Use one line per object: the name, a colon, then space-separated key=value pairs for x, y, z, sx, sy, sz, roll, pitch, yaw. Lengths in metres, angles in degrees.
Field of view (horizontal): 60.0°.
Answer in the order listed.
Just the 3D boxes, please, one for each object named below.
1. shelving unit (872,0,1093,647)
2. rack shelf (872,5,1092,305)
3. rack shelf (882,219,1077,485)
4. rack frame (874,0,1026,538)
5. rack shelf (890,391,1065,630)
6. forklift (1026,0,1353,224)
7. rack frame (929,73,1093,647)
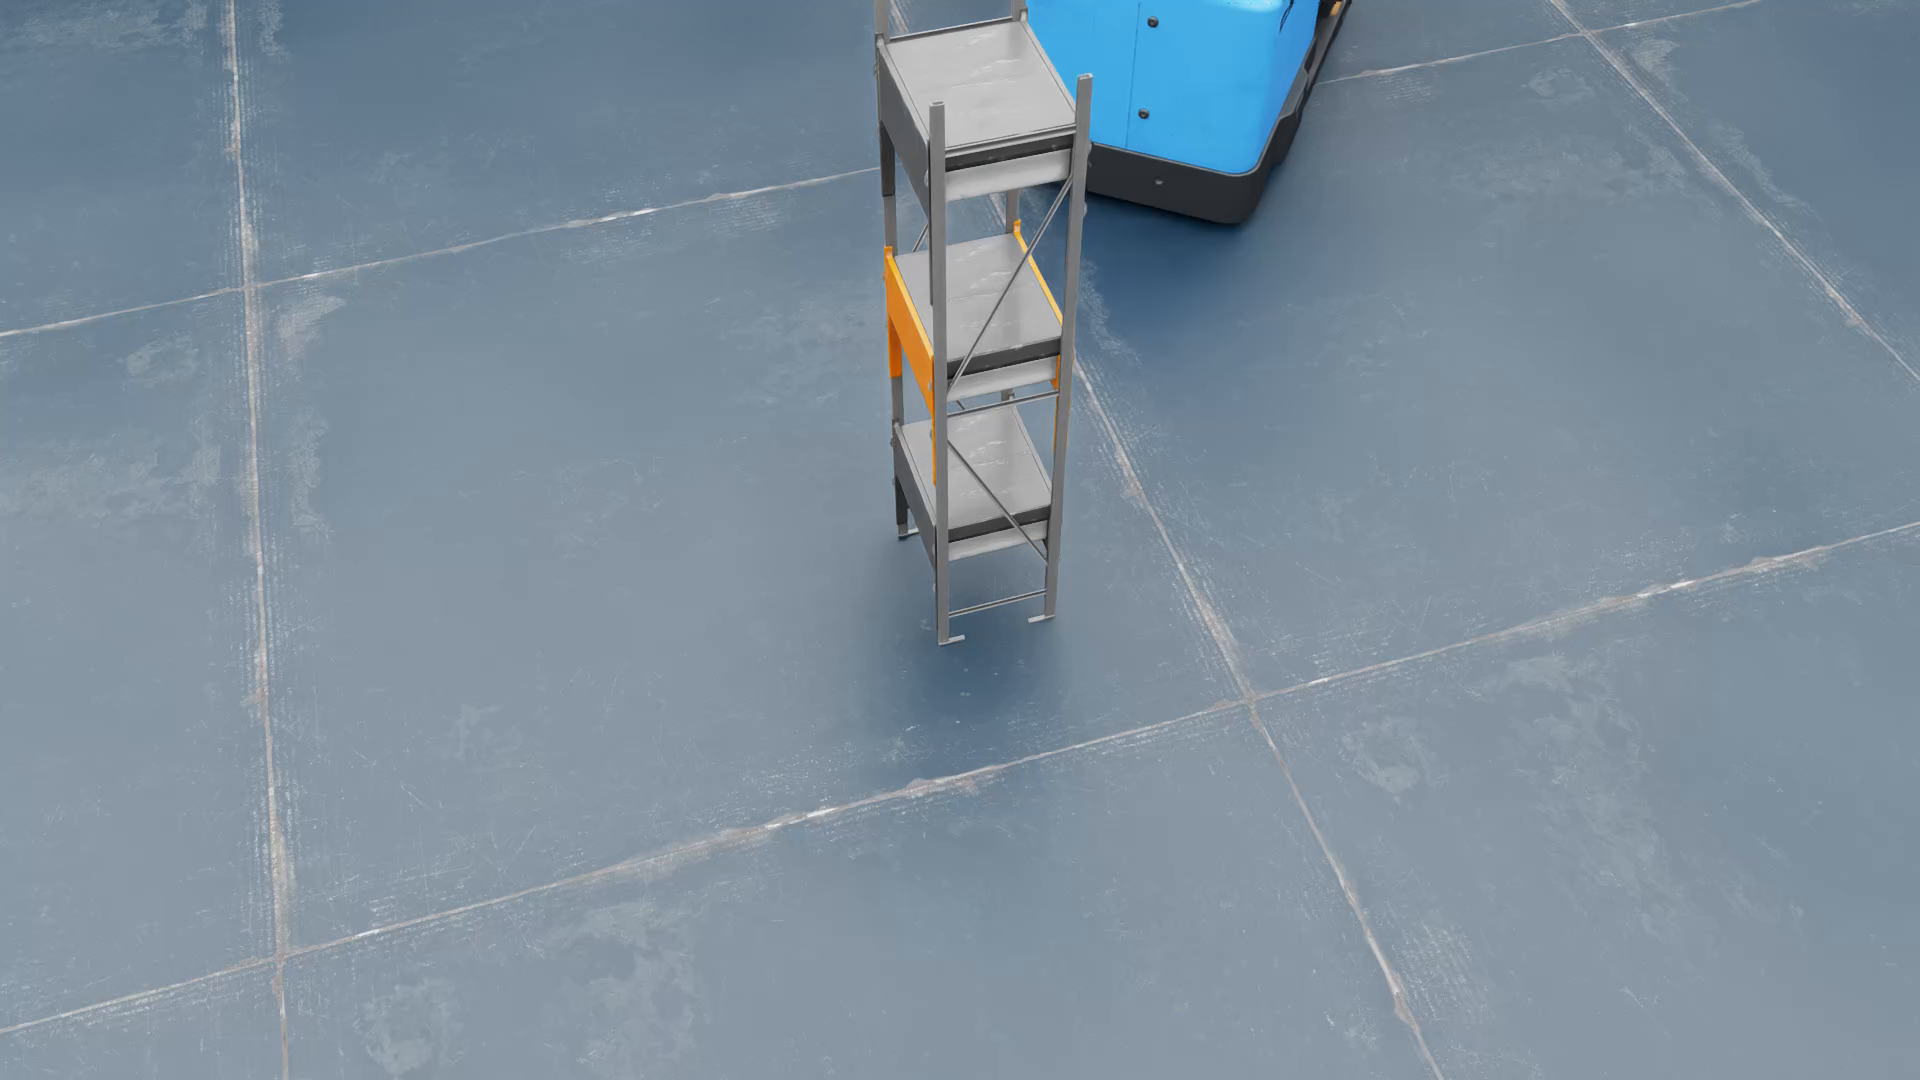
shelving unit: x=0.049 y=-0.556 z=4.845 sx=0.431 sy=2.100 sz=0.503 roll=-13 pitch=51 yaw=-11
rack shelf: x=0.049 y=-0.998 z=4.321 sx=0.431 sy=0.518 sz=0.480 roll=-13 pitch=51 yaw=-11
rack shelf: x=0.049 y=-0.547 z=4.856 sx=0.431 sy=0.518 sz=0.480 roll=-13 pitch=51 yaw=-11
rack frame: x=-0.023 y=-0.734 z=4.996 sx=0.400 sy=2.100 sz=0.015 roll=-13 pitch=51 yaw=-11
rack shelf: x=0.049 y=-0.096 z=5.391 sx=0.431 sy=0.518 sz=0.480 roll=-13 pitch=51 yaw=-11
forklift: x=1.211 y=-3.378 z=6.681 sx=1.130 sy=2.935 sz=3.031 roll=17 pitch=52 yaw=14
rack frame: x=0.121 y=-0.378 z=4.695 sx=0.400 sy=2.100 sz=0.015 roll=-13 pitch=51 yaw=-11
